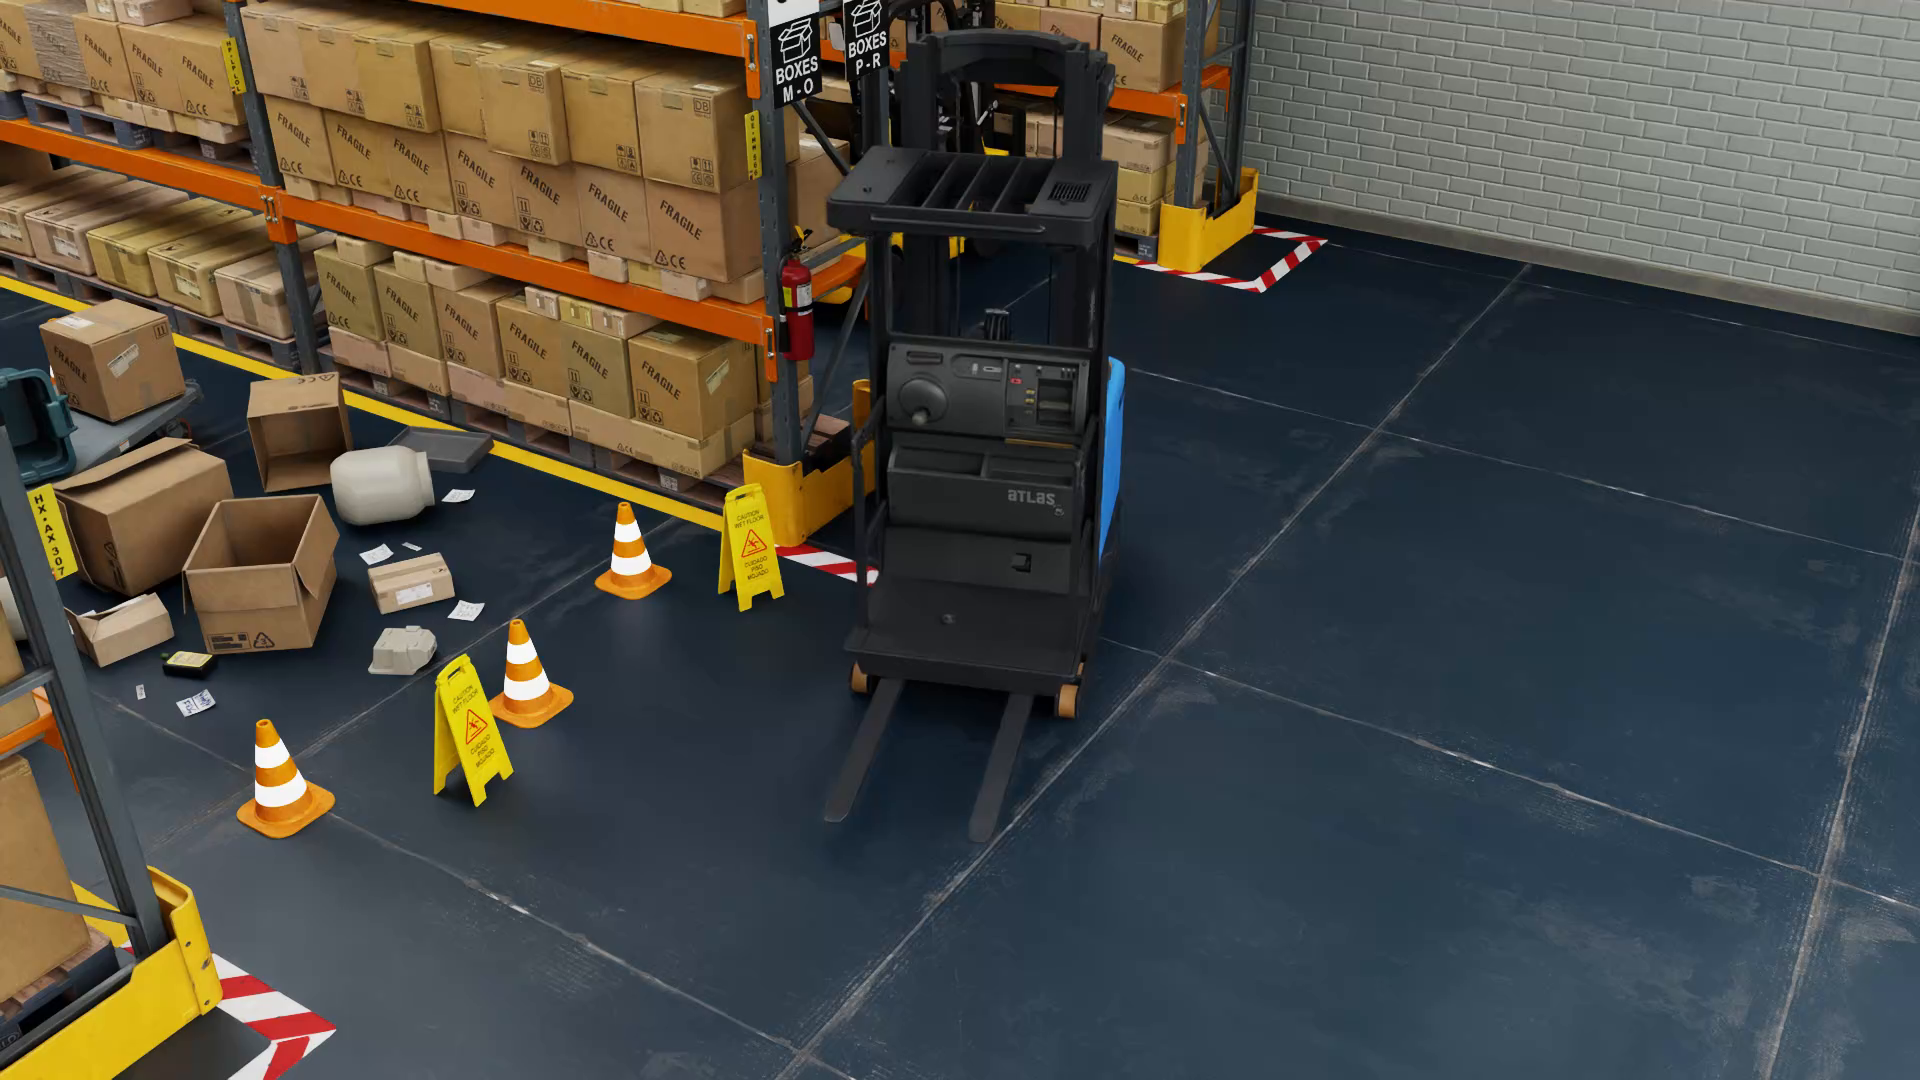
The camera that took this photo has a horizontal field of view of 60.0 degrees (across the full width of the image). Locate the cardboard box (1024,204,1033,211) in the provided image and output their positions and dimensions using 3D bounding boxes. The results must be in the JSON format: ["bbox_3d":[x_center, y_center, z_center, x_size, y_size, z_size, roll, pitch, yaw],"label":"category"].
[{"bbox_3d":[0.542,-2.896,13.549,0.500,0.250,0.500,18,35,28],"label":"cardboard box"}]

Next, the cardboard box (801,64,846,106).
[{"bbox_3d":[-1.202,-3.870,14.226,0.500,0.250,0.500,17,34,27],"label":"cardboard box"}]

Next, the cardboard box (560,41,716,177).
[{"bbox_3d":[-1.666,-2.303,8.834,0.500,0.500,0.700,18,35,28],"label":"cardboard box"}]

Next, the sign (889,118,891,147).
[{"bbox_3d":[-0.404,-2.122,9.052,0.005,0.325,0.100,18,35,27],"label":"sign"}]

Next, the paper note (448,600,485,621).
[{"bbox_3d":[-2.552,0.362,8.599,0.142,0.019,0.148,6,31,10],"label":"paper note"}]

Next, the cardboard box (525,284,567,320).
[{"bbox_3d":[-2.290,-1.428,9.644,0.250,0.149,0.380,19,35,29],"label":"cardboard box"}]

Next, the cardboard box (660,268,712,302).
[{"bbox_3d":[-1.397,-1.438,8.987,0.250,0.149,0.380,17,34,27],"label":"cardboard box"}]

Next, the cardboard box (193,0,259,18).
[{"bbox_3d":[-4.750,-3.323,11.159,0.500,0.500,0.500,18,35,27],"label":"cardboard box"}]

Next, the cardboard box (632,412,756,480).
[{"bbox_3d":[-1.541,-0.619,9.645,0.500,0.250,0.500,17,34,27],"label":"cardboard box"}]

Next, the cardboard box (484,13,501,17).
[{"bbox_3d":[-5.041,-5.114,17.102,0.500,0.500,0.500,19,35,29],"label":"cardboard box"}]

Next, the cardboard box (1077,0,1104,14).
[{"bbox_3d":[1.081,-4.084,12.531,0.250,0.149,0.380,18,35,28],"label":"cardboard box"}]

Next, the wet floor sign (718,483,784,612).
[{"bbox_3d":[-1.101,0.008,8.596,0.267,0.644,0.232,-21,36,-32],"label":"wet floor sign"}]

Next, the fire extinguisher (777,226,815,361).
[{"bbox_3d":[-0.841,-1.256,8.503,0.183,0.674,0.296,18,35,27],"label":"fire extinguisher"}]

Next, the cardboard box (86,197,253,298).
[{"bbox_3d":[-5.727,-2.151,12.151,0.625,0.372,0.950,19,35,29],"label":"cardboard box"}]

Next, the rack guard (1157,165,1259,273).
[{"bbox_3d":[1.963,-2.550,13.125,0.348,0.500,1.175,18,35,27],"label":"rack guard"}]

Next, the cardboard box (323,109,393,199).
[{"bbox_3d":[-3.419,-2.399,9.990,0.500,0.500,0.500,17,34,27],"label":"cardboard box"}]

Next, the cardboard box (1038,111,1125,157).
[{"bbox_3d":[0.951,-3.186,13.055,0.500,0.250,0.500,18,35,28],"label":"cardboard box"}]

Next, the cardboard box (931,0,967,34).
[{"bbox_3d":[0.086,-4.109,13.218,0.500,0.500,0.500,18,35,28],"label":"cardboard box"}]

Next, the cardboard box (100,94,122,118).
[{"bbox_3d":[-5.520,-2.961,11.181,0.250,0.149,0.380,18,35,27],"label":"cardboard box"}]

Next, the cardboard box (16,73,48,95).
[{"bbox_3d":[-6.396,-3.269,11.710,0.250,0.149,0.380,20,36,30],"label":"cardboard box"}]

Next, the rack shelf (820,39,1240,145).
[{"bbox_3d":[0.249,-3.861,13.606,4.000,0.370,1.077,18,35,27],"label":"rack shelf"}]

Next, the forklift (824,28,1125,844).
[{"bbox_3d":[0.082,-0.631,7.424,1.130,2.935,3.031,6,31,10],"label":"forklift"}]

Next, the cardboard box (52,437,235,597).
[{"bbox_3d":[-4.323,-0.134,8.846,0.503,0.637,0.797,18,35,27],"label":"cardboard box"}]

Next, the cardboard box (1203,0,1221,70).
[{"bbox_3d":[1.671,-3.931,12.912,0.500,0.500,0.500,19,35,29],"label":"cardboard box"}]

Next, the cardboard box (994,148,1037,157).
[{"bbox_3d":[0.497,-3.111,13.422,0.500,0.250,0.500,17,34,26],"label":"cardboard box"}]

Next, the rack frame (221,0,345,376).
[{"bbox_3d":[-4.081,-2.588,10.710,0.127,3.000,1.000,18,35,27],"label":"rack frame"}]

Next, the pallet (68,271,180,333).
[{"bbox_3d":[-5.778,-1.918,12.328,1.213,0.211,1.003,18,35,27],"label":"pallet"}]

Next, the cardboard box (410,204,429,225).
[{"bbox_3d":[-3.068,-2.016,9.978,0.250,0.149,0.380,17,34,27],"label":"cardboard box"}]

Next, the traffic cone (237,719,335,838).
[{"bbox_3d":[-2.934,0.970,7.127,0.334,0.463,0.336,18,35,27],"label":"traffic cone"}]

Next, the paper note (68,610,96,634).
[{"bbox_3d":[-4.504,0.420,8.507,0.172,0.023,0.155,-21,36,-32],"label":"paper note"}]

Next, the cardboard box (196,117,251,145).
[{"bbox_3d":[-4.663,-2.681,10.702,0.250,0.149,0.380,18,35,28],"label":"cardboard box"}]

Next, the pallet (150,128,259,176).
[{"bbox_3d":[-4.651,-2.772,11.216,1.213,0.211,1.003,18,35,27],"label":"pallet"}]

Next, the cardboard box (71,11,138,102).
[{"bbox_3d":[-5.449,-3.240,11.016,0.500,0.500,0.500,19,35,29],"label":"cardboard box"}]

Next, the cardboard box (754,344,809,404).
[{"bbox_3d":[-1.249,-1.175,9.854,0.500,0.500,0.500,16,34,26],"label":"cardboard box"}]

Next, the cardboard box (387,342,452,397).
[{"bbox_3d":[-3.266,-1.170,10.592,0.500,0.250,0.500,20,36,30],"label":"cardboard box"}]

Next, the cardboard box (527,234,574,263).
[{"bbox_3d":[-2.244,-1.730,9.488,0.250,0.149,0.380,17,34,27],"label":"cardboard box"}]

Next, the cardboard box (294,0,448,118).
[{"bbox_3d":[-3.402,-2.835,9.747,0.500,0.500,0.700,18,35,28],"label":"cardboard box"}]

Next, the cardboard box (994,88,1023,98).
[{"bbox_3d":[0.363,-3.682,13.905,0.500,0.250,0.500,17,34,26],"label":"cardboard box"}]

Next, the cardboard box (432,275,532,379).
[{"bbox_3d":[-2.827,-1.355,10.163,0.500,0.500,0.500,20,36,30],"label":"cardboard box"}]

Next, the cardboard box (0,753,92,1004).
[{"bbox_3d":[-3.848,1.206,5.898,0.875,0.875,0.875,18,35,28],"label":"cardboard box"}]

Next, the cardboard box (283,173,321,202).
[{"bbox_3d":[-3.984,-2.258,10.394,0.250,0.149,0.380,17,34,27],"label":"cardboard box"}]

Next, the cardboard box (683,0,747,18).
[{"bbox_3d":[-1.144,-2.680,8.140,0.250,0.149,0.380,18,35,28],"label":"cardboard box"}]

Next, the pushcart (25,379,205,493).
[{"bbox_3d":[-5.250,-0.469,9.680,0.936,0.377,1.648,6,31,10],"label":"pushcart"}]

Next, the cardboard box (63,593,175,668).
[{"bbox_3d":[-4.192,0.407,8.289,0.258,0.266,0.396,24,38,35],"label":"cardboard box"}]

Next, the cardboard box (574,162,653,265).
[{"bbox_3d":[-1.721,-1.852,9.054,0.500,0.500,0.500,18,35,27],"label":"cardboard box"}]
